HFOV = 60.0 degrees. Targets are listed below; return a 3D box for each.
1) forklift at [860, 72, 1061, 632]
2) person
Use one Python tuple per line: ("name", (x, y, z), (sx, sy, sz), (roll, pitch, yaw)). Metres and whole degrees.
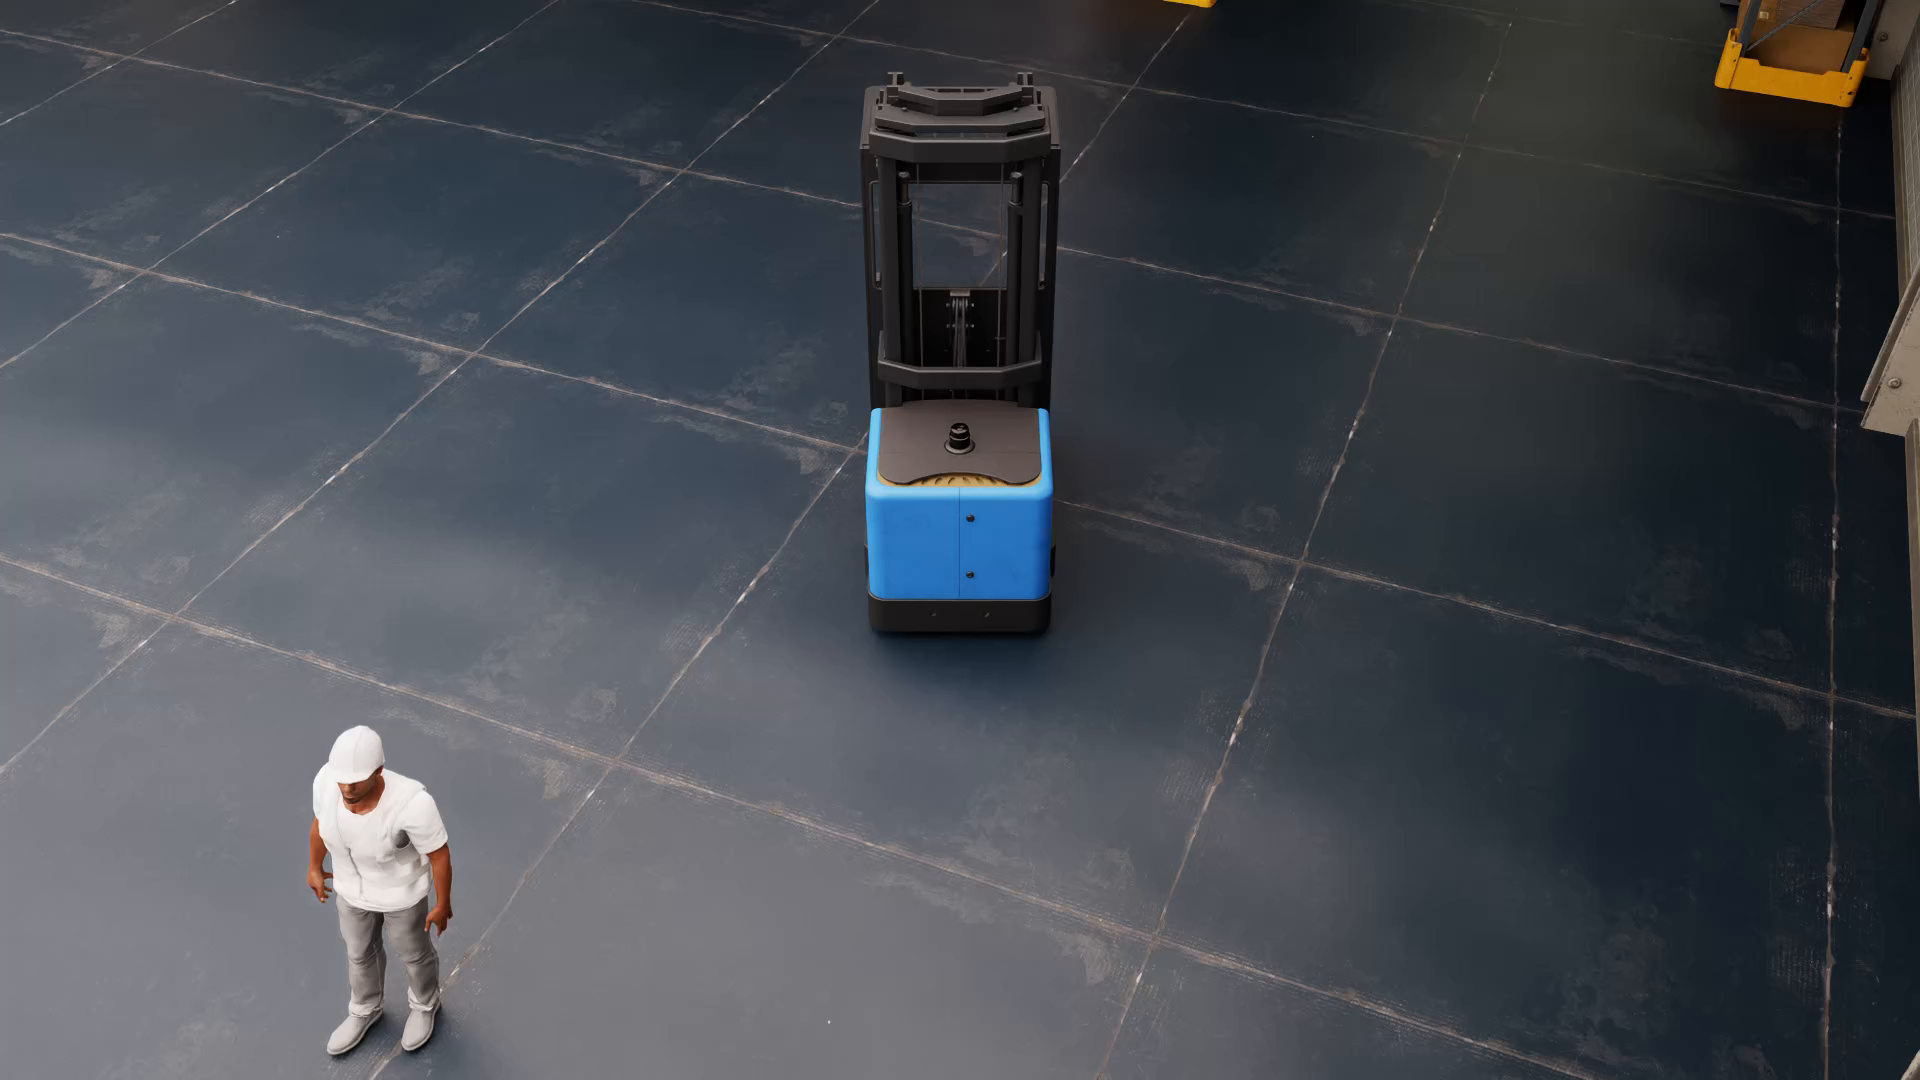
("forklift", (0.002, -1.515, 9.816), (1.130, 2.935, 3.031), (0, 40, 0))
("person", (-2.493, 1.527, 7.079), (0.665, 1.769, 0.574), (10, 41, 12))
